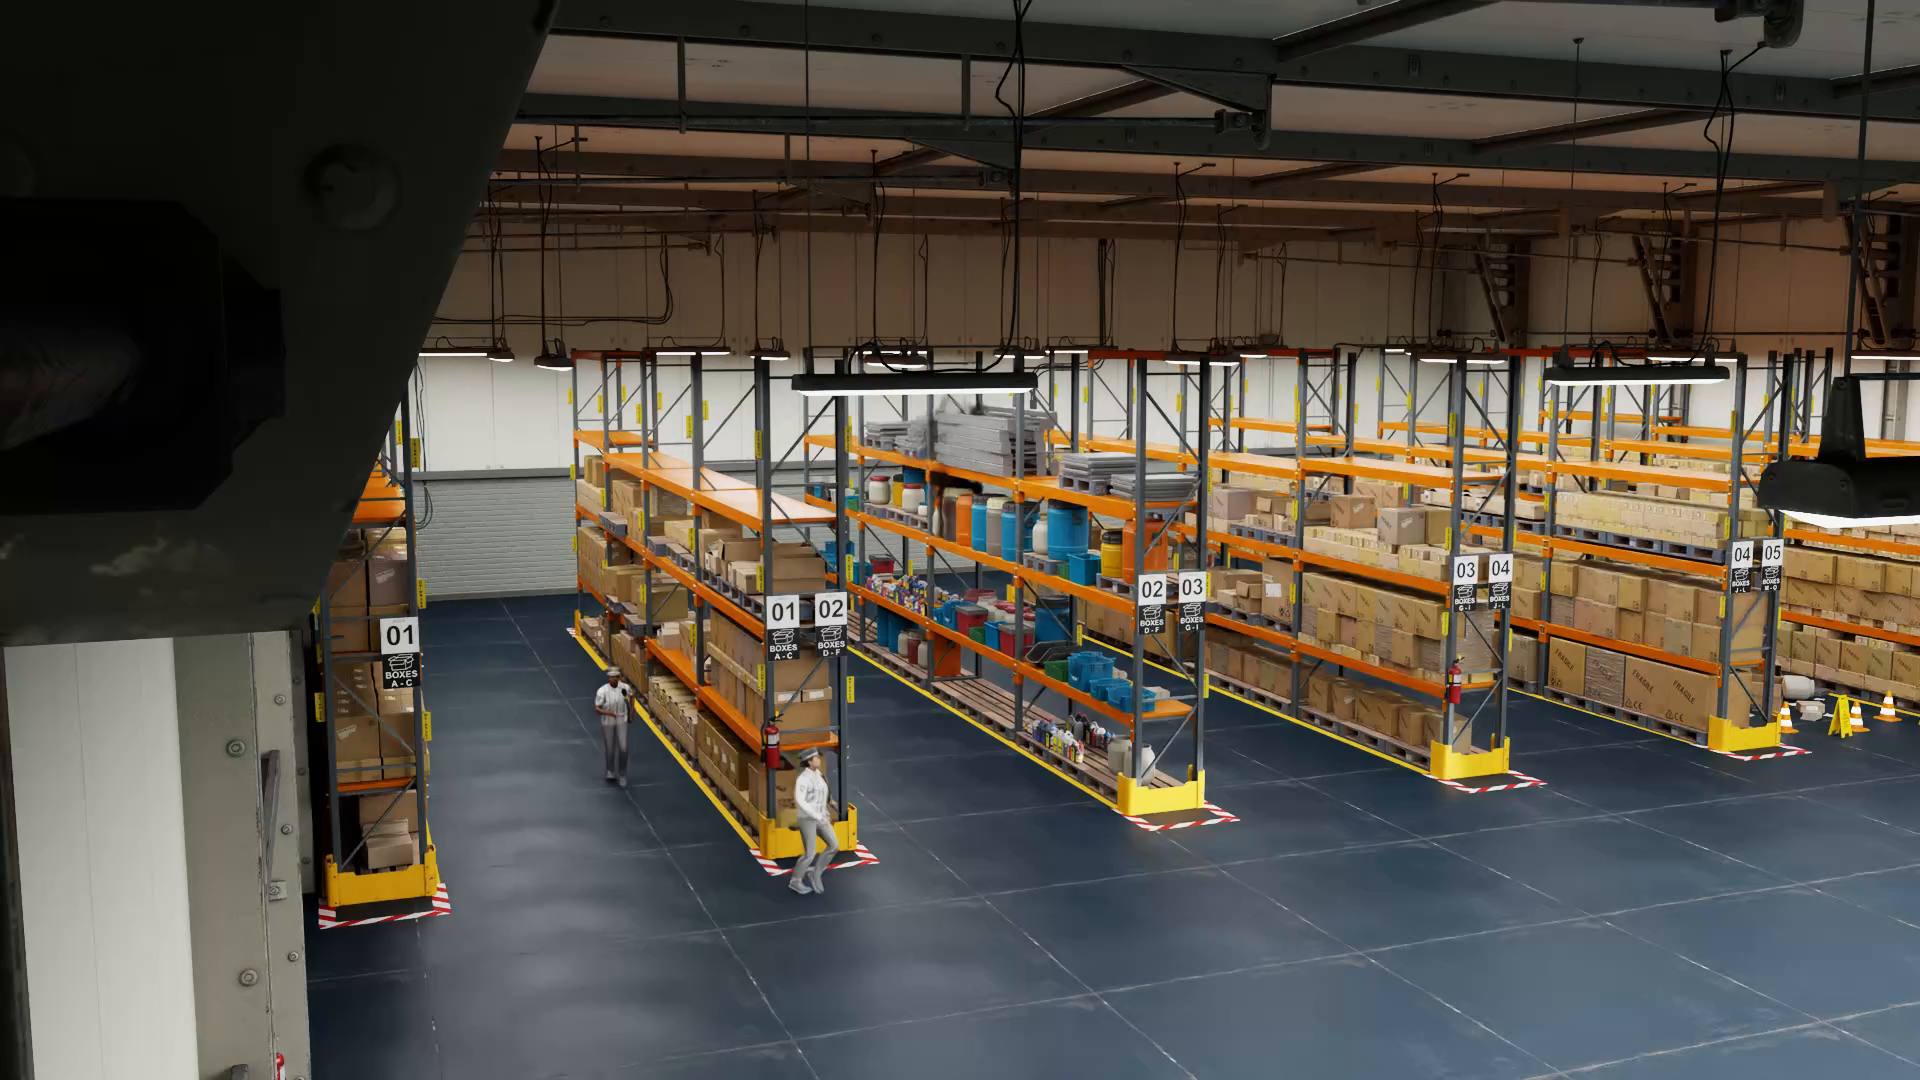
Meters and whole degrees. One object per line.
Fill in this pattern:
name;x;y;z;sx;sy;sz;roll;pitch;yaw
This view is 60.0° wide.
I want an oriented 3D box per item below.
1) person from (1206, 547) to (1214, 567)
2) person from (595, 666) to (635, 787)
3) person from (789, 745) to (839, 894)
person;5.519;0.766;37.812;0.693;1.737;0.698;-1;7;-10
person;-4.826;2.620;23.341;0.584;1.739;0.718;-2;7;-18
person;-1.627;3.176;18.902;0.545;1.668;0.666;4;8;27
